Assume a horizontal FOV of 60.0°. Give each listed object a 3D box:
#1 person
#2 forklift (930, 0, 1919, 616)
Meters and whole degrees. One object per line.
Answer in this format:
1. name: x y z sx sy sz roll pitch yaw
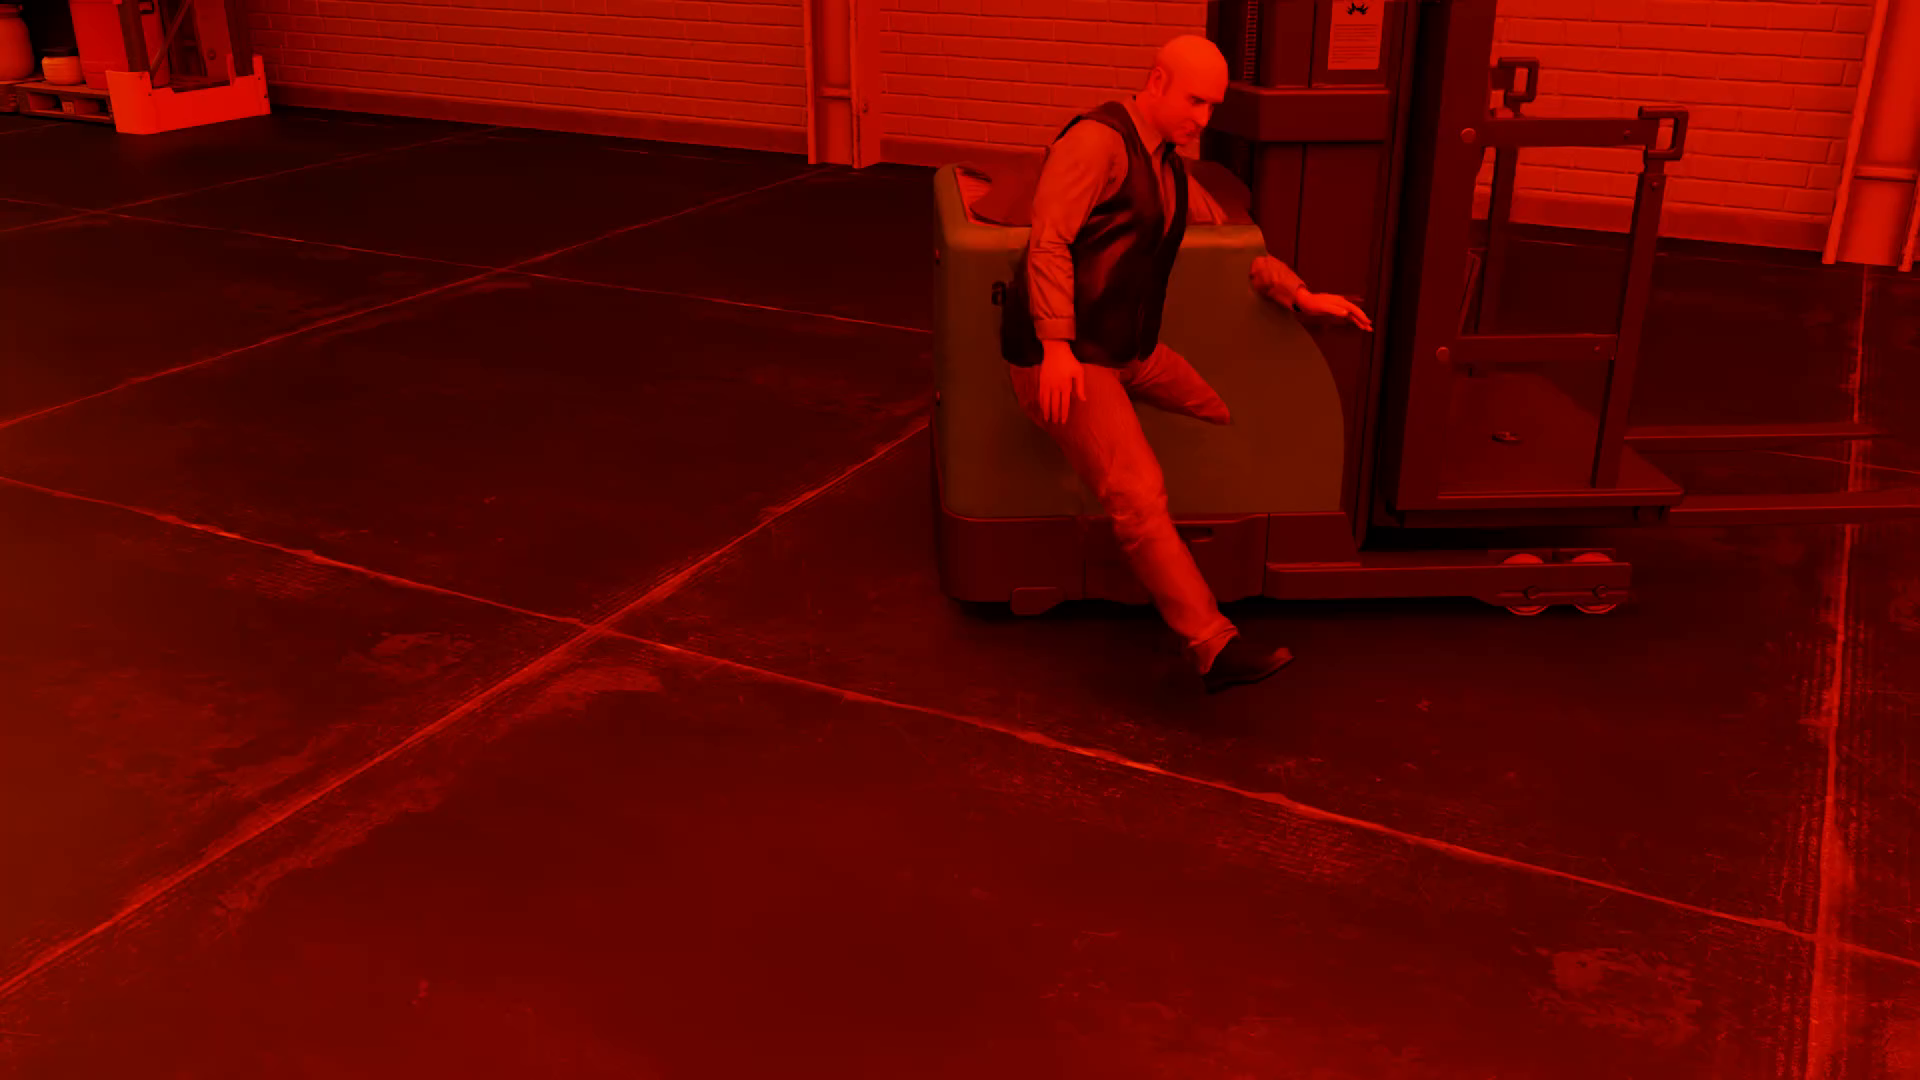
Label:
1. person: 0.622 -0.463 4.130 0.946 1.484 0.873 17 29 35
2. forklift: 1.441 -1.347 4.489 3.031 2.935 1.130 -1 23 -3
